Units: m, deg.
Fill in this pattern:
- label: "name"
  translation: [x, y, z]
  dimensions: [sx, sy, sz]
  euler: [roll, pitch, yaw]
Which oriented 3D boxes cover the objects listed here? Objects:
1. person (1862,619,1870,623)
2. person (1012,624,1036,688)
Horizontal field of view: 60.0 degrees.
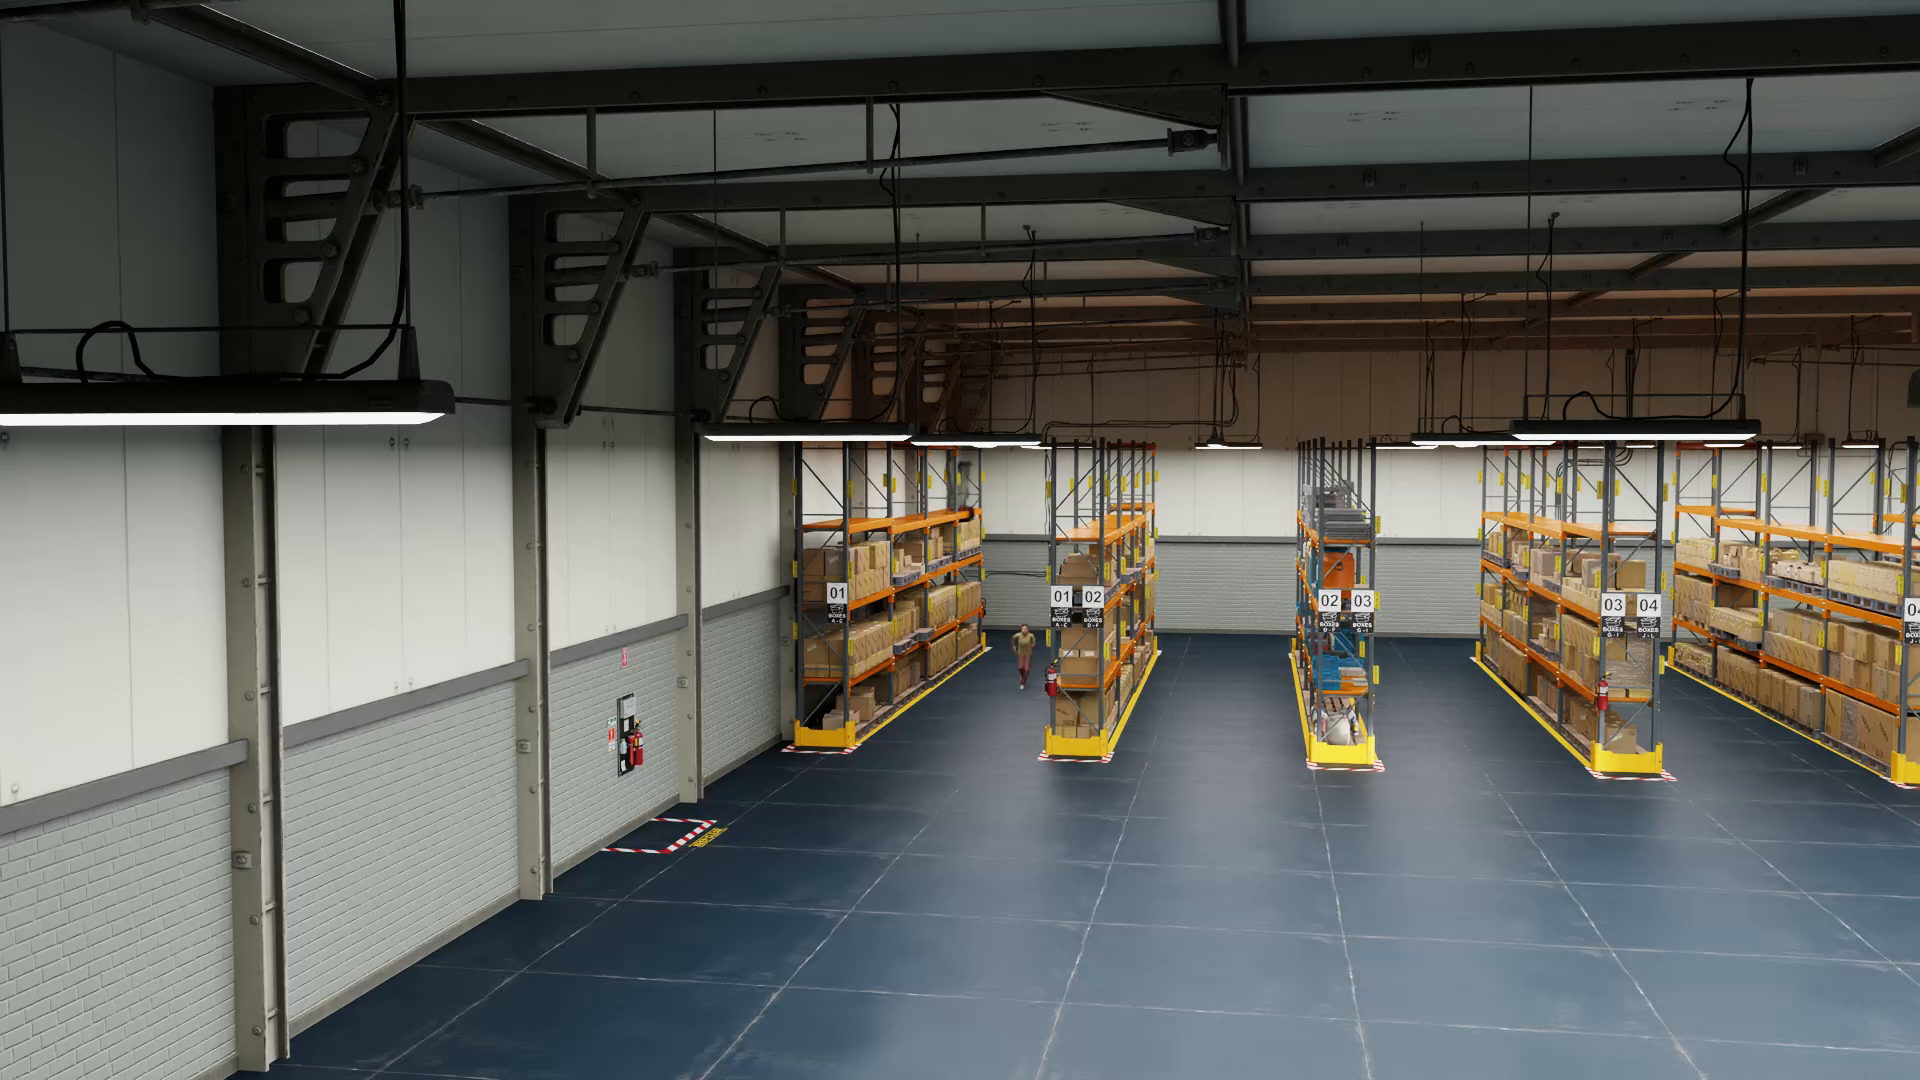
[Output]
- label: "person"
  translation: [24.758, 2.466, 45.222]
  dimensions: [0.601, 1.733, 0.686]
  euler: [0, 3, -1]
- label: "person"
  translation: [1.545, 2.807, 40.138]
  dimensions: [0.569, 1.594, 0.683]
  euler: [0, 3, -2]
